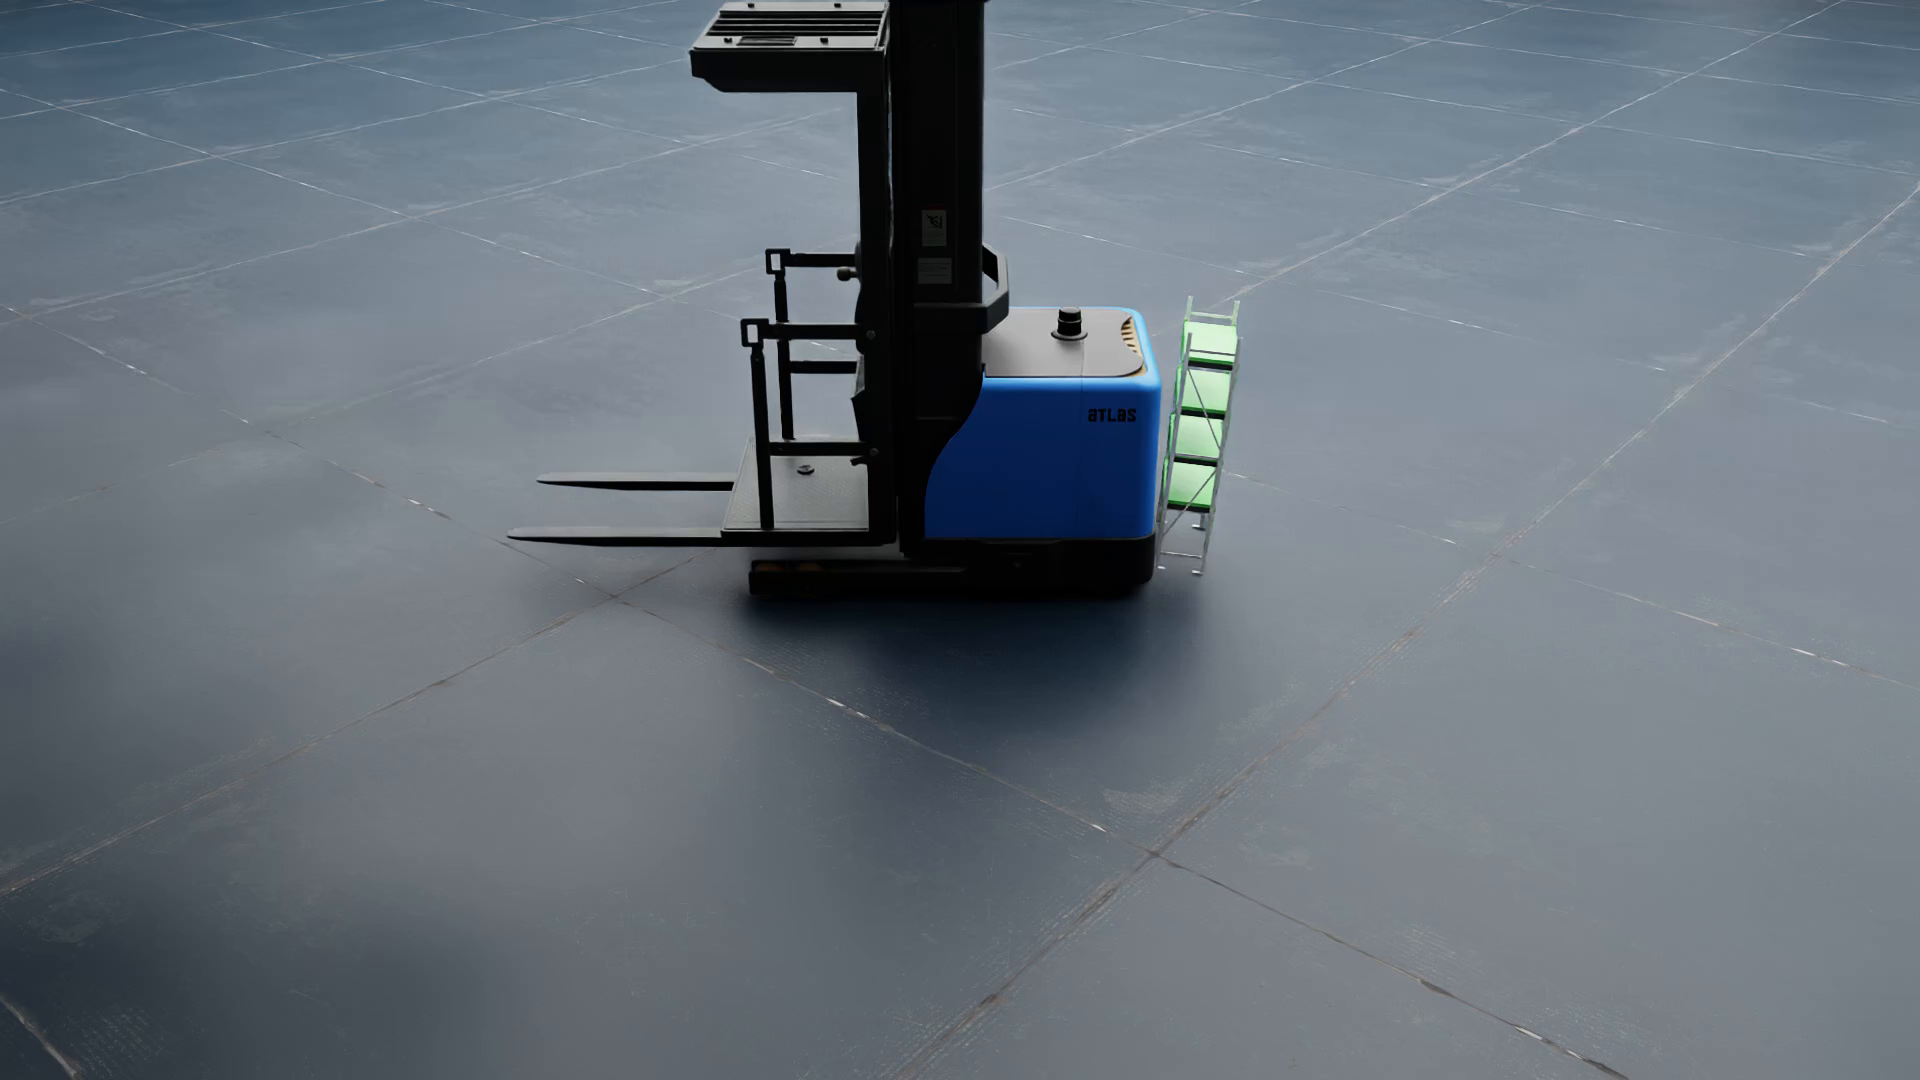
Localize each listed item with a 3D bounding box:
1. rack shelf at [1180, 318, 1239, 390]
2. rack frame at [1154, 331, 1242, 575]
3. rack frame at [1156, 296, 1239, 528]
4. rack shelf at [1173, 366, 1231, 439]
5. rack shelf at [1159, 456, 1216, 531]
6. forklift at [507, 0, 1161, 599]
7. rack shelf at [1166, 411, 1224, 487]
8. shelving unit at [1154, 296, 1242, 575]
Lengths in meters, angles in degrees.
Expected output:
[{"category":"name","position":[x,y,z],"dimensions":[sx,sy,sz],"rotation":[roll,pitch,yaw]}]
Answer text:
[{"category":"rack shelf","position":[1.149,-0.860,7.683],"dimensions":[0.258,0.148,0.480],"rotation":[7,28,4]},{"category":"rack frame","position":[1.089,-0.381,7.662],"dimensions":[0.240,1.200,0.015],"rotation":[7,28,4]},{"category":"rack frame","position":[1.149,-0.604,8.093],"dimensions":[0.240,1.200,0.015],"rotation":[7,28,4]},{"category":"rack shelf","position":[1.132,-0.648,7.795],"dimensions":[0.258,0.148,0.480],"rotation":[7,28,4]},{"category":"rack shelf","position":[1.097,-0.225,8.019],"dimensions":[0.258,0.148,0.480],"rotation":[7,28,4]},{"category":"forklift","position":[-0.612,-1.271,7.517],"dimensions":[3.031,2.935,1.130],"rotation":[0,27,0]},{"category":"rack shelf","position":[1.114,-0.437,7.907],"dimensions":[0.258,0.148,0.480],"rotation":[7,28,4]},{"category":"shelving unit","position":[1.119,-0.493,7.877],"dimensions":[0.258,1.200,0.503],"rotation":[7,28,4]}]
